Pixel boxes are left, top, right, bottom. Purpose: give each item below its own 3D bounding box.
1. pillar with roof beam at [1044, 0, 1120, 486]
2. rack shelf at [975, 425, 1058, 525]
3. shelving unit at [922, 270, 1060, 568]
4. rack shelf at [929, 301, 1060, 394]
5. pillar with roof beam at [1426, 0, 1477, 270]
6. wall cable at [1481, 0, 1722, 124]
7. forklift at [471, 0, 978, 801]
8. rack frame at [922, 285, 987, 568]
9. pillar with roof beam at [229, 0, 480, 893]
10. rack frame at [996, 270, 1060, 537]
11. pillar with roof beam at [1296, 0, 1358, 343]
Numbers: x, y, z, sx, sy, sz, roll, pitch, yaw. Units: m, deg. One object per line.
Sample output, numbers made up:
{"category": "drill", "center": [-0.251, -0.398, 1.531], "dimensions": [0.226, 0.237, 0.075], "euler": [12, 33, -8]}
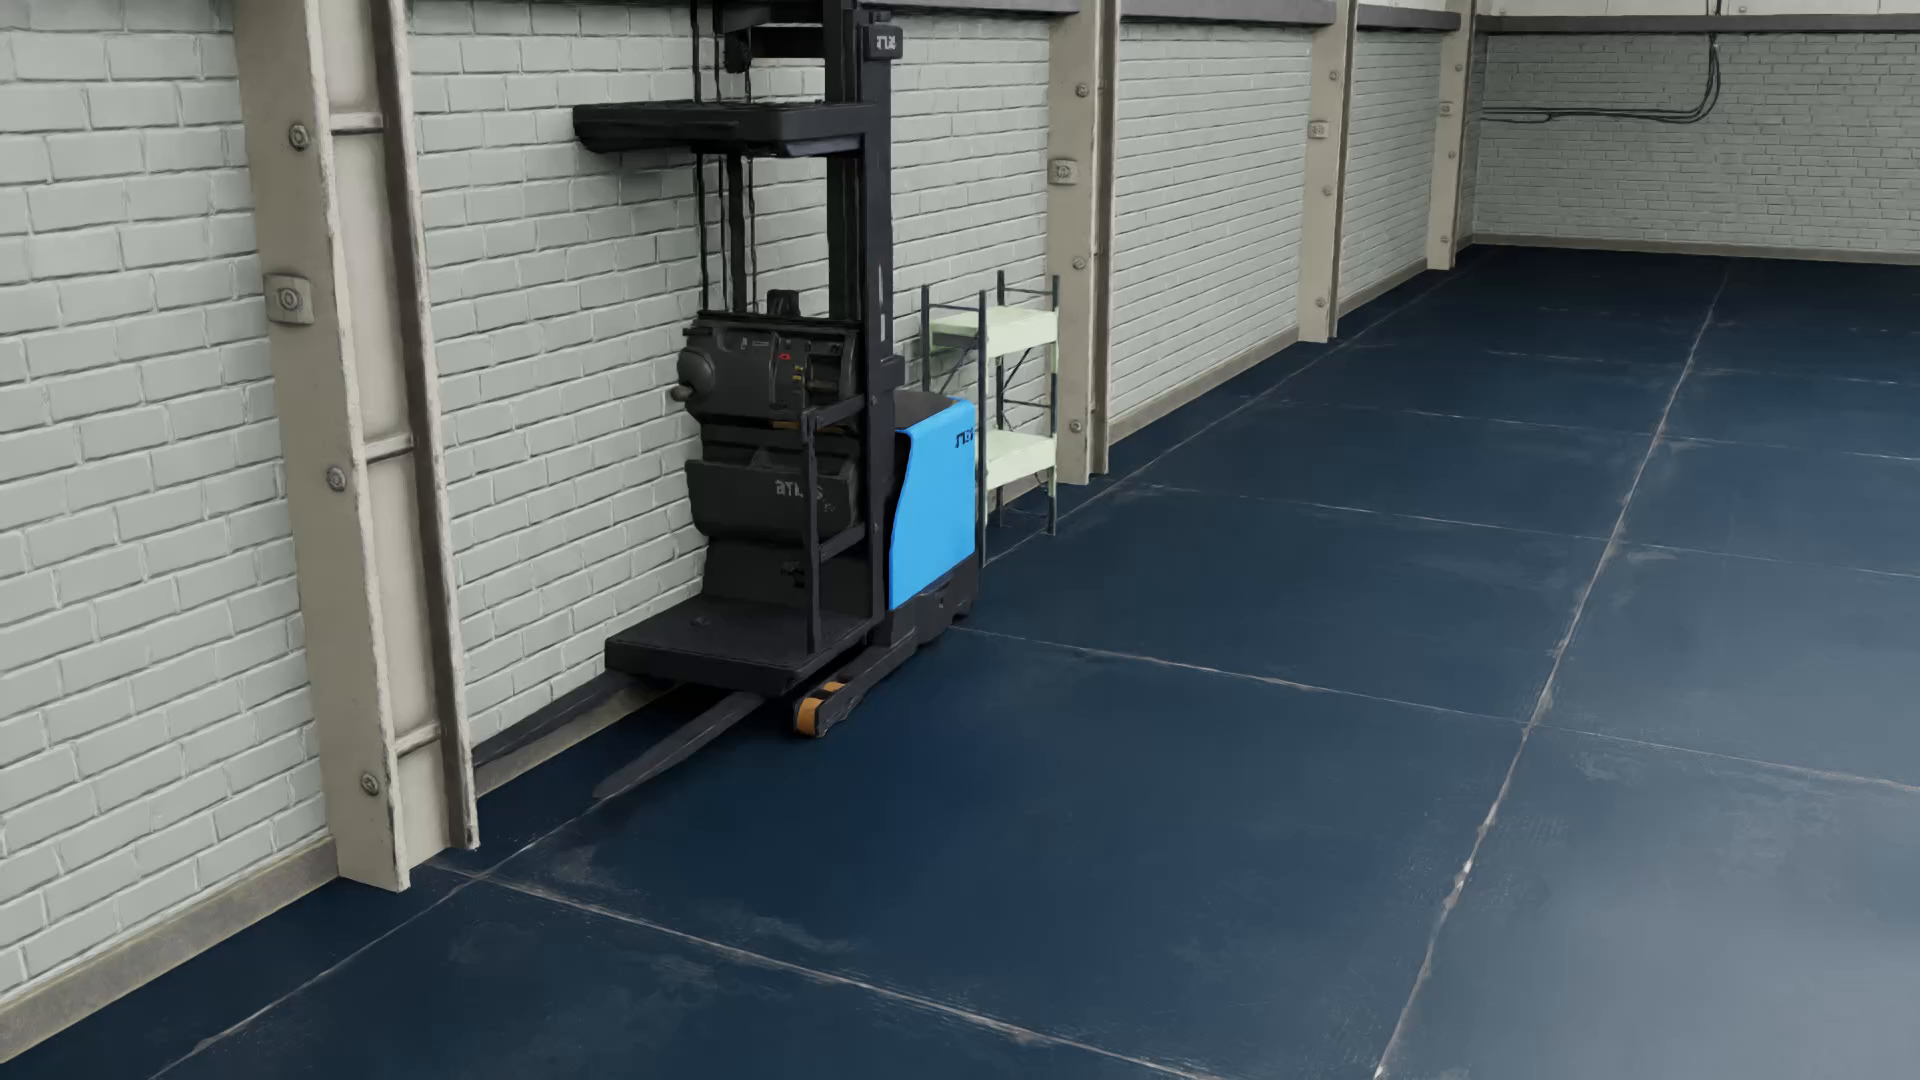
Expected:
{"category": "pillar with roof beam", "center": [4.610, -4.185, 7.810], "dimensions": [9.100, 9.000, 0.400], "euler": [8, 18, 25]}
{"category": "rack shelf", "center": [0.175, -0.375, 9.298], "dimensions": [0.431, 0.370, 0.720], "euler": [11, 20, 33]}
{"category": "shelving unit", "center": [0.175, -0.688, 9.205], "dimensions": [0.431, 1.500, 0.755], "euler": [11, 20, 33]}
{"category": "rack shelf", "center": [0.175, -1.062, 9.094], "dimensions": [0.431, 0.370, 0.720], "euler": [11, 20, 33]}
{"category": "pillar with roof beam", "center": [9.972, -7.242, 18.101], "dimensions": [9.100, 9.000, 0.400], "euler": [8, 18, 25]}
{"category": "wall cable", "center": [8.620, -6.883, 22.347], "dimensions": [3.097, 2.526, 0.112], "euler": [8, 18, 25]}
{"category": "forklift", "center": [-0.947, -0.731, 6.839], "dimensions": [1.130, 2.935, 3.031], "euler": [7, 18, 22]}
{"category": "rack frame", "center": [-0.032, -0.602, 8.916], "dimensions": [0.400, 1.500, 0.023], "euler": [11, 20, 33]}
{"category": "pillar with roof beam", "center": [1.929, -2.657, 2.665], "dimensions": [9.100, 9.000, 0.400], "euler": [8, 18, 25]}
{"category": "rack frame", "center": [0.382, -0.774, 9.495], "dimensions": [0.400, 1.500, 0.023], "euler": [11, 20, 33]}
{"category": "pillar with roof beam", "center": [7.291, -5.713, 12.956], "dimensions": [9.100, 9.000, 0.400], "euler": [8, 18, 25]}
